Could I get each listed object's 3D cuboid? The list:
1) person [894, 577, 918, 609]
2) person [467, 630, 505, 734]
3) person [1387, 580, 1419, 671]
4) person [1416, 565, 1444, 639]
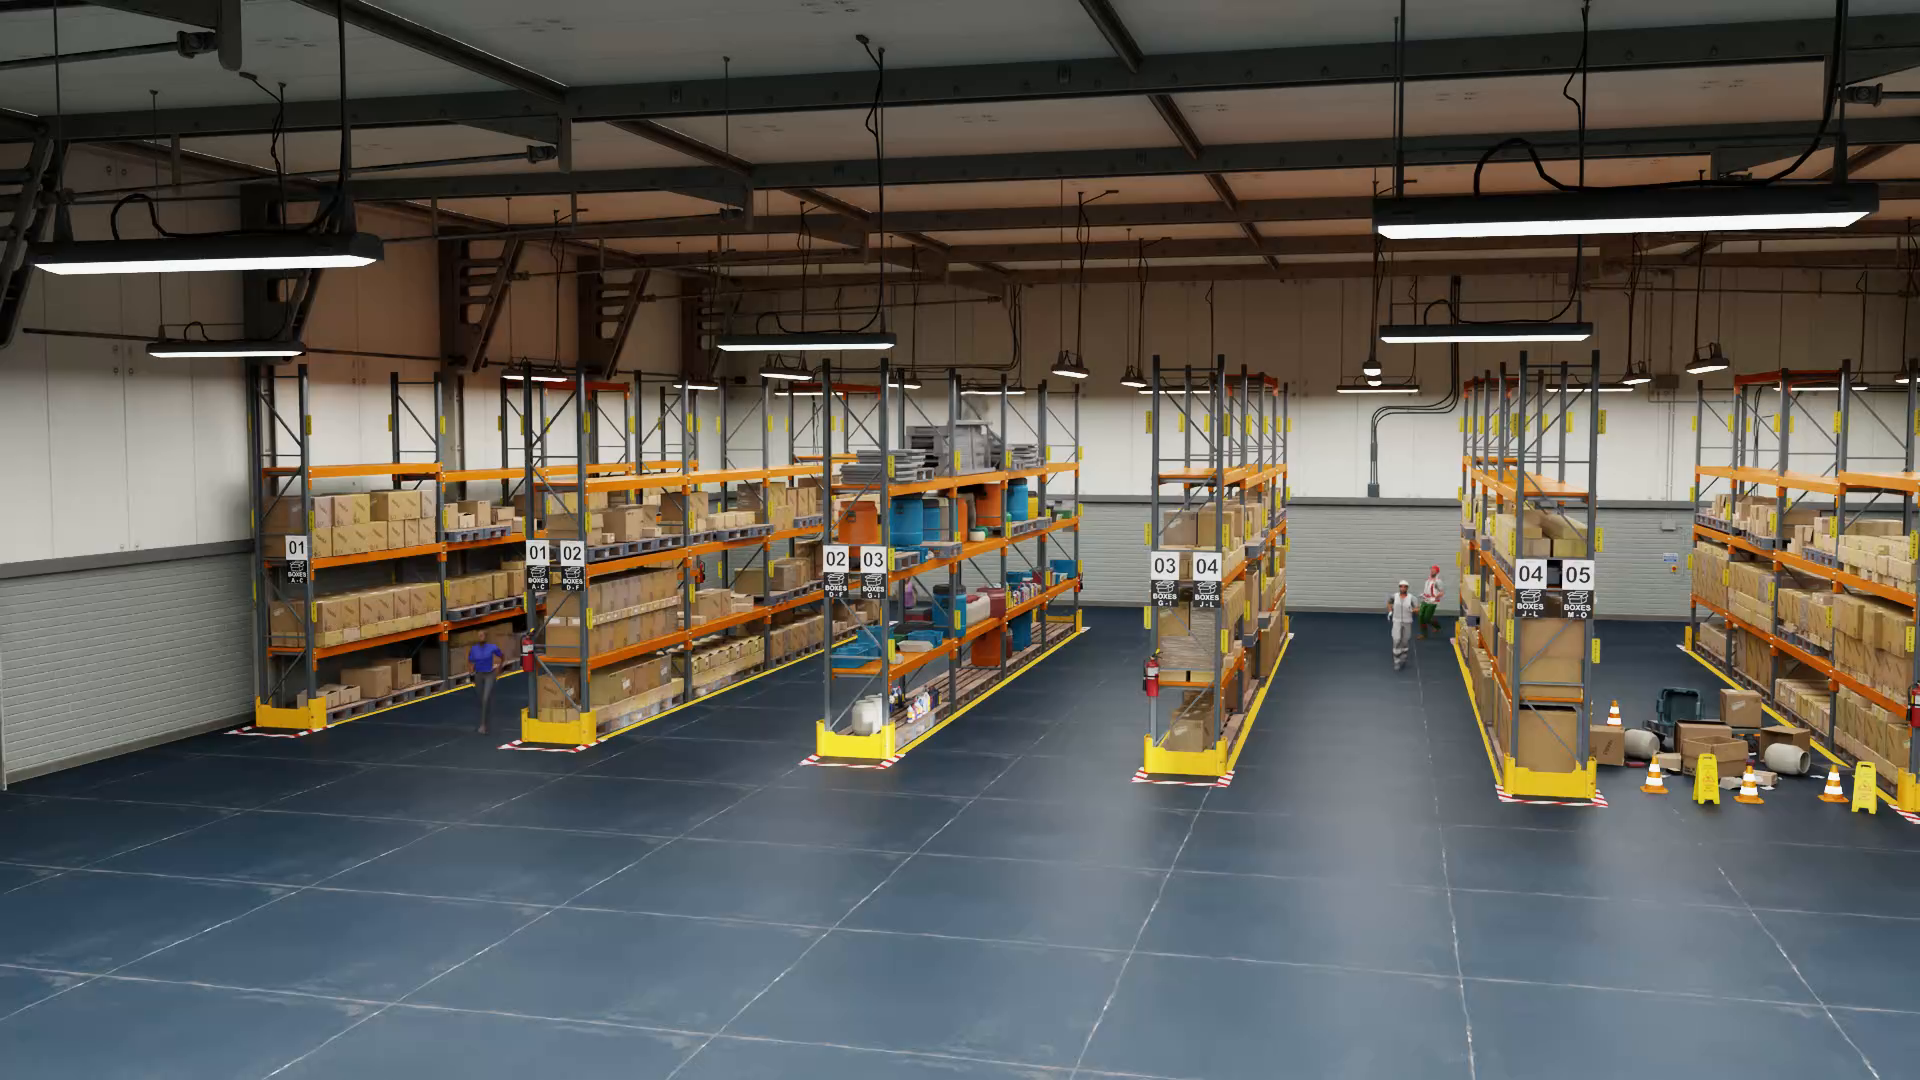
[{"bbox_3d":[-1.252,1.558,38.170,0.531,1.624,0.805,0,4,4],"label":"person"},{"bbox_3d":[-7.803,2.297,27.390,0.589,1.664,0.918,0,4,3],"label":"person"},{"bbox_3d":[9.119,1.739,34.248,0.640,1.840,0.873,1,4,15],"label":"person"},{"bbox_3d":[11.056,1.459,38.885,0.677,1.748,0.709,-2,4,-25],"label":"person"}]
